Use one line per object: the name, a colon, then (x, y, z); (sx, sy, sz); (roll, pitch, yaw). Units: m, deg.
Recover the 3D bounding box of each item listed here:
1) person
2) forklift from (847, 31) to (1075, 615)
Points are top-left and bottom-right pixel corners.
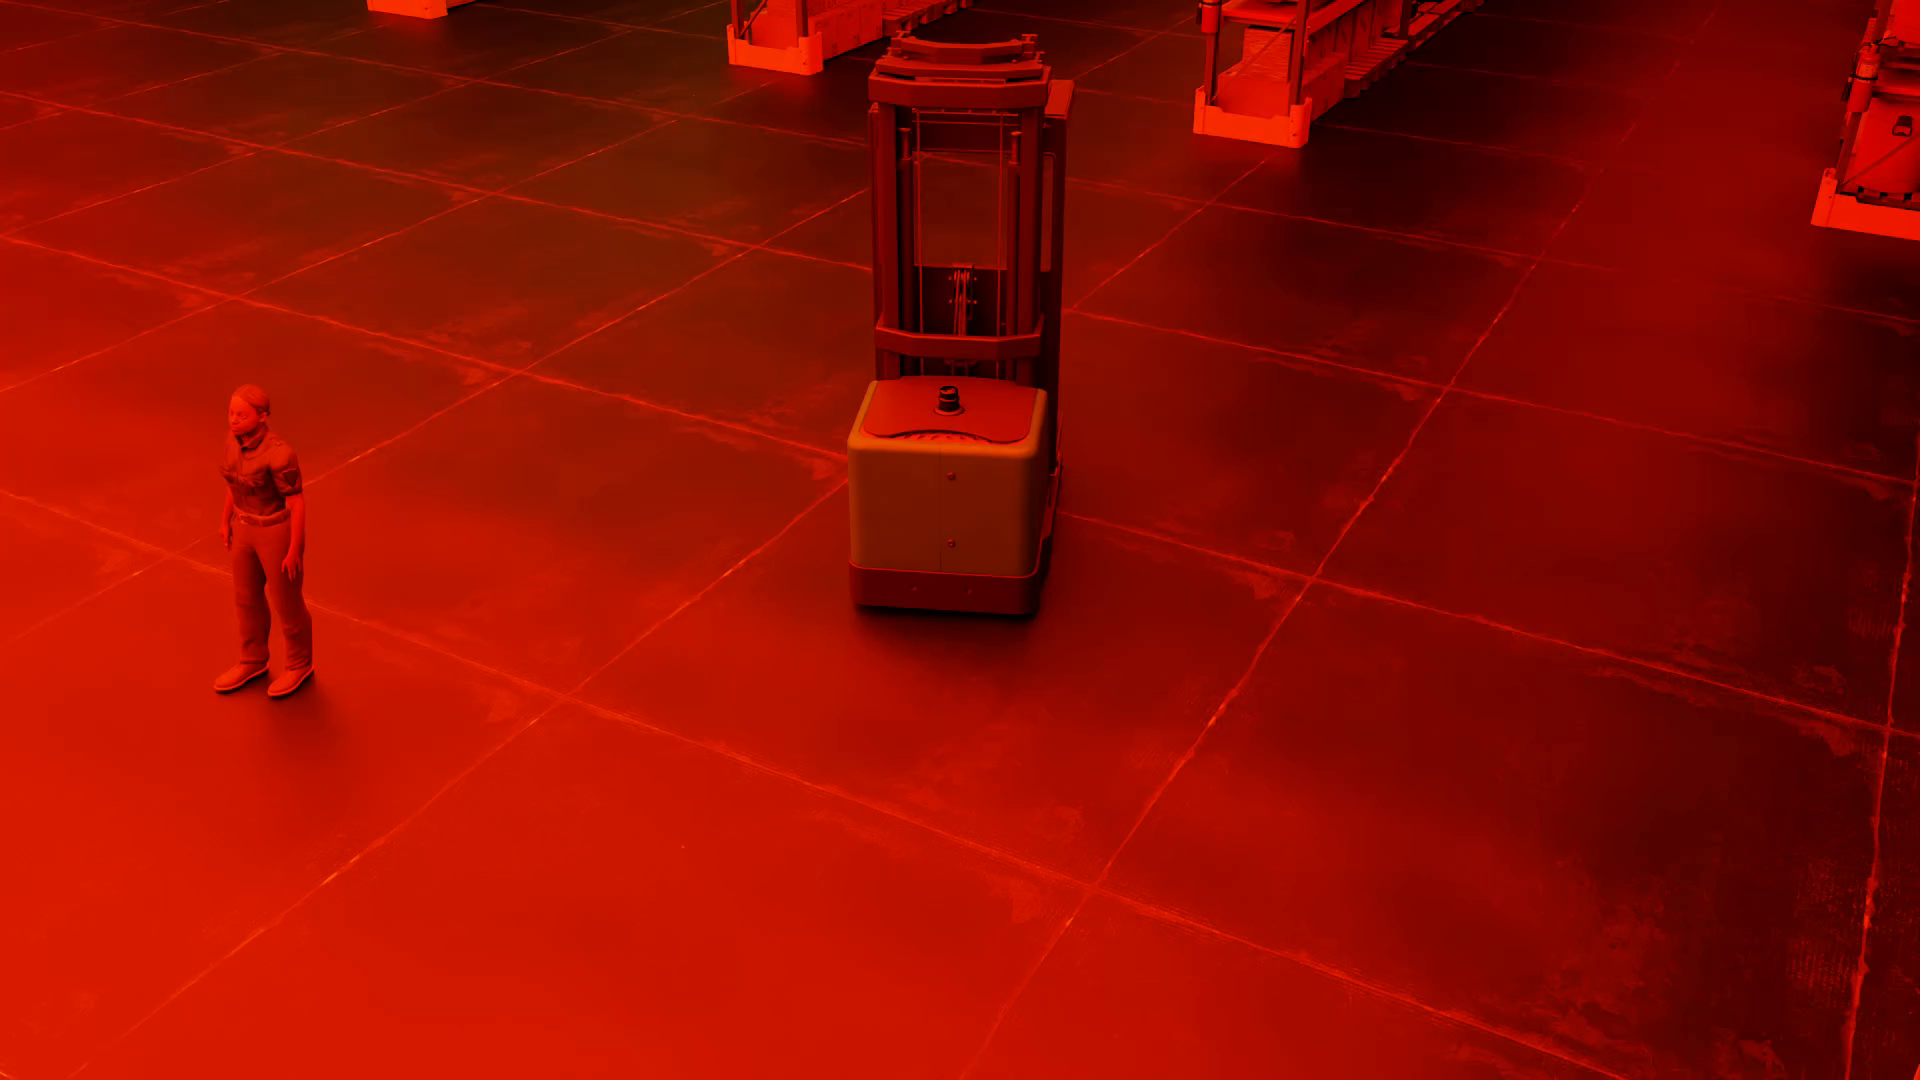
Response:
person: (-3.528, 0.024, 8.291); (0.570, 1.654, 0.504); (17, 34, 26)
forklift: (0.072, -1.572, 9.794); (1.130, 2.935, 3.031); (3, 30, 6)
